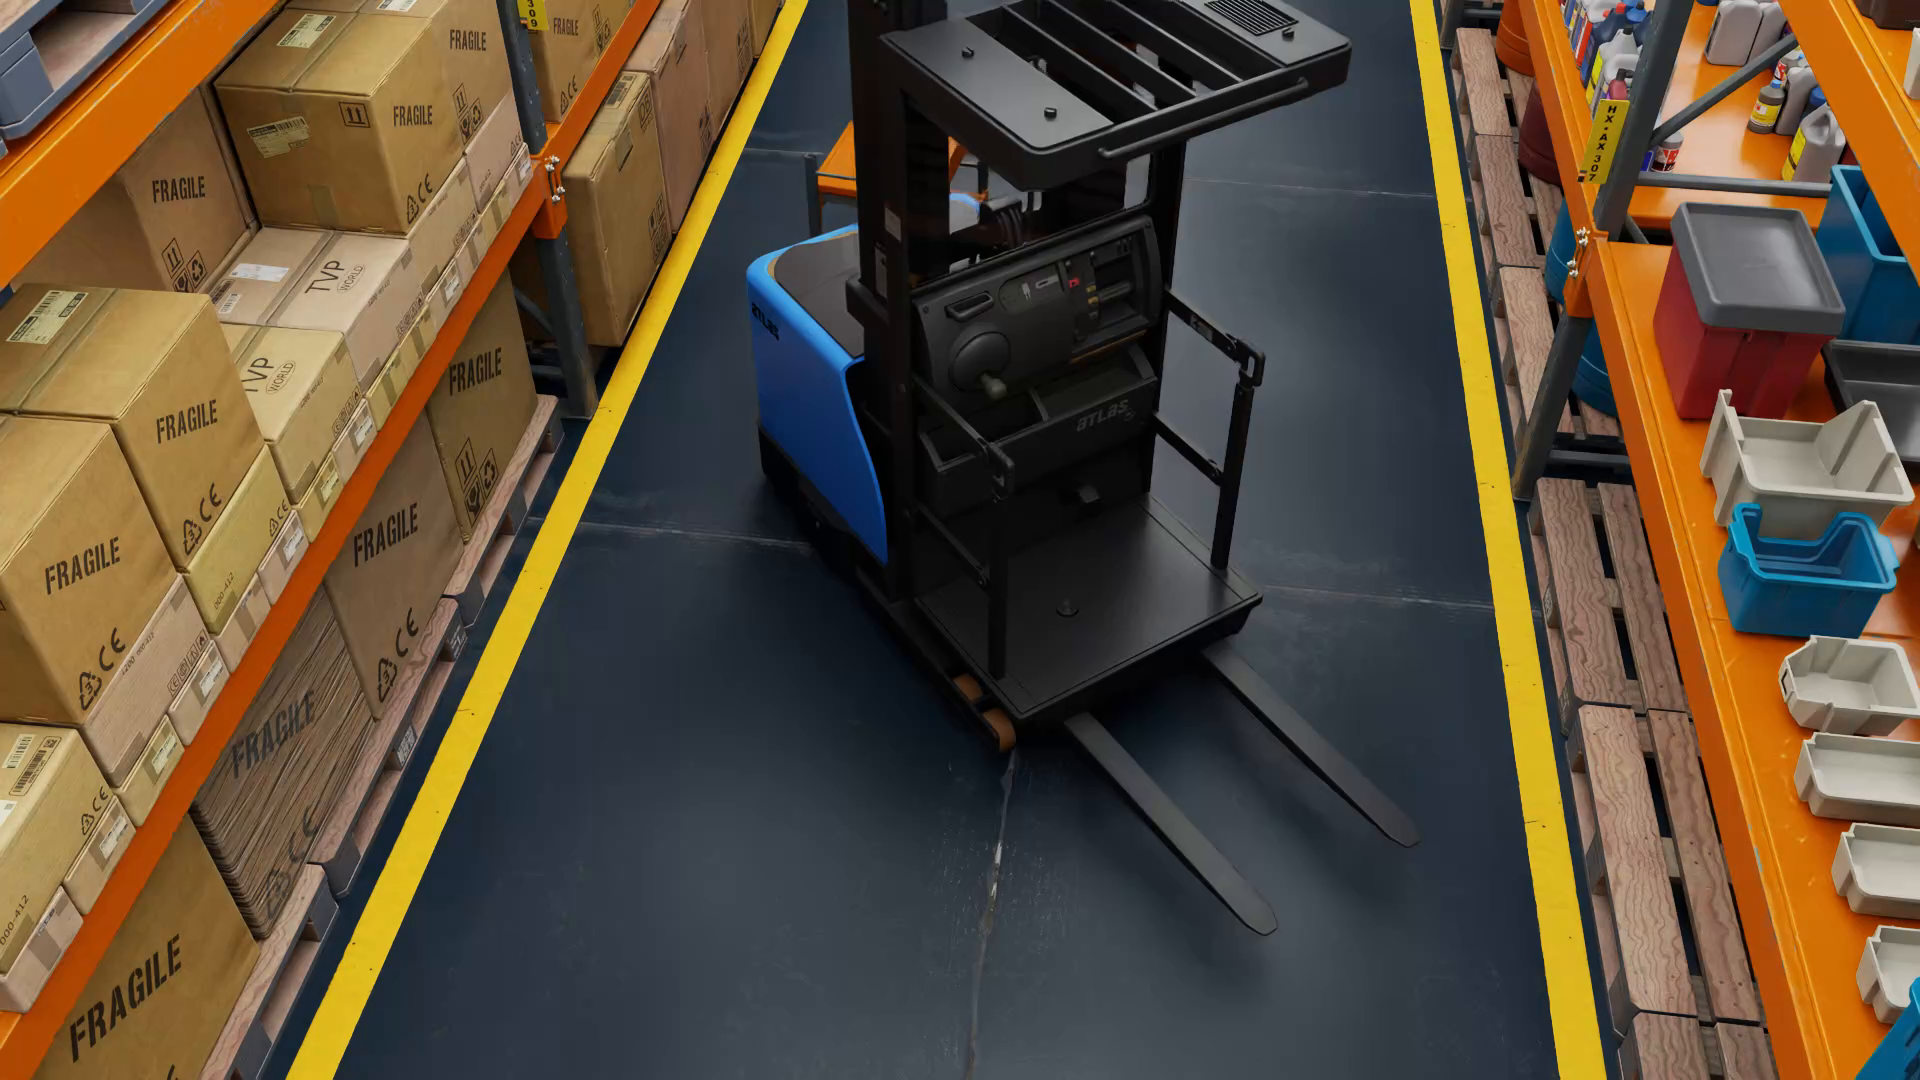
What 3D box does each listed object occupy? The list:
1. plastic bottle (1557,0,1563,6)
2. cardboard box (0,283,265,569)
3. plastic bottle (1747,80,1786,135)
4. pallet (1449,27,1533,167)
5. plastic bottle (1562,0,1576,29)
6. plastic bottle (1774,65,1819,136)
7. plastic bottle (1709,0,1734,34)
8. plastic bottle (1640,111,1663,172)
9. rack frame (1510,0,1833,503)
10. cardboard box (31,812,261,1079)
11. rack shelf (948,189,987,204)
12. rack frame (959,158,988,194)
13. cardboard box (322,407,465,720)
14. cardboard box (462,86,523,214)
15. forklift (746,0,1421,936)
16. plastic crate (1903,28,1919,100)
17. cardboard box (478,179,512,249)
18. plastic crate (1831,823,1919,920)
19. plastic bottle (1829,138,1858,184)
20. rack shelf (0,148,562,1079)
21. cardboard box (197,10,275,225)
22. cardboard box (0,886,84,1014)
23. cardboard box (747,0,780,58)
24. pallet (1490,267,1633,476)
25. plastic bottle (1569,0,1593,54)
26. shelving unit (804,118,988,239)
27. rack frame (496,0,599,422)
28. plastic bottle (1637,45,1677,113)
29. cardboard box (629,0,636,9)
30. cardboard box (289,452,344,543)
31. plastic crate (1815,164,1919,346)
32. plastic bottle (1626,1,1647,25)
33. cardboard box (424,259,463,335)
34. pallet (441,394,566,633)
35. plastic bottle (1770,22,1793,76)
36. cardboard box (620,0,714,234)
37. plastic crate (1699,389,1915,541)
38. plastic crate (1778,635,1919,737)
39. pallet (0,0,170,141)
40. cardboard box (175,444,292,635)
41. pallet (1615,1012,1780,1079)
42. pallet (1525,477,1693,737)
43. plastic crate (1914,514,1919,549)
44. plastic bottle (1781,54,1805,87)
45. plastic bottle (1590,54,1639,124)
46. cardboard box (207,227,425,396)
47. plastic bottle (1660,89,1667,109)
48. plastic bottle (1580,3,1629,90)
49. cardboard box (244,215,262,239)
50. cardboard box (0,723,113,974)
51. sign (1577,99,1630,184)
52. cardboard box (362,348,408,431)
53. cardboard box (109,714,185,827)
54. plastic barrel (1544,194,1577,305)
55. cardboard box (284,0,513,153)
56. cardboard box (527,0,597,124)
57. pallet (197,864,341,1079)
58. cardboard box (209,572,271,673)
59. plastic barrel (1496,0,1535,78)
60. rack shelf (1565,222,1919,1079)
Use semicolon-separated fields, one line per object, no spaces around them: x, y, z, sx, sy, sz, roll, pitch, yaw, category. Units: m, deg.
2.684;-2.505;7.299;0.061;0.283;0.133;5;44;6;plastic bottle
-2.175;-0.292;4.224;0.500;0.500;0.500;4;44;4;cardboard box
3.165;-1.702;6.511;0.097;0.201;0.097;0;43;0;plastic bottle
3.270;-2.418;9.150;1.003;0.211;1.213;5;44;6;pallet
2.699;-2.341;7.131;0.152;0.276;0.135;5;44;6;plastic bottle
3.291;-1.731;6.486;0.152;0.276;0.135;5;44;6;plastic bottle
3.270;-2.242;7.081;0.097;0.201;0.097;0;43;0;plastic bottle
2.535;-1.498;6.241;0.152;0.276;0.135;5;44;6;plastic bottle
2.804;-1.245;5.884;1.000;3.000;0.127;5;44;6;rack frame
-2.629;1.206;4.535;0.875;0.875;0.875;5;44;6;cardboard box
-0.252;-1.272;7.631;0.538;0.278;1.000;11;45;11;rack shelf
-0.115;-1.787;7.819;0.500;1.125;0.032;11;45;11;rack frame
-2.391;-0.021;5.830;0.875;0.875;0.875;5;44;6;cardboard box
-1.904;-1.424;5.965;0.500;0.250;0.500;4;44;5;cardboard box
0.393;-0.676;5.333;1.130;2.935;3.031;-24;48;-23;forklift
2.302;-0.944;3.575;0.437;0.136;0.530;5;44;6;plastic crate
-1.855;-1.191;6.009;0.380;0.149;0.250;6;44;6;cardboard box
2.256;0.786;3.886;0.396;0.136;0.243;5;44;6;plastic crate
3.275;-1.414;6.147;0.061;0.283;0.133;5;44;6;plastic bottle
-2.370;-0.071;5.167;1.077;0.370;4.000;5;44;6;rack shelf
-2.495;-1.383;5.377;0.500;0.500;0.500;5;44;6;cardboard box
-2.260;0.910;3.790;0.380;0.149;0.250;6;44;6;cardboard box
-1.689;-3.334;9.330;1.225;0.875;0.875;3;44;4;cardboard box
2.947;-0.755;7.394;1.003;0.211;1.213;5;44;6;pallet
2.668;-2.183;6.964;0.152;0.276;0.135;5;44;6;plastic bottle
-0.252;-1.450;7.463;0.538;1.125;1.048;11;45;11;shelving unit
-2.106;-1.696;6.359;1.000;3.000;0.127;5;44;6;rack frame
2.744;-1.871;6.580;0.144;0.351;0.185;5;44;6;plastic bottle
-1.665;-2.706;7.354;0.500;0.500;0.500;4;44;5;cardboard box
-2.058;-0.139;4.898;0.380;0.149;0.250;4;44;4;cardboard box
3.080;-0.912;5.500;0.392;0.384;0.575;5;44;6;plastic crate
2.777;-2.091;6.870;0.097;0.271;0.097;0;43;0;plastic bottle
-1.923;-0.841;5.639;0.380;0.149;0.250;6;44;6;cardboard box
-2.284;-0.172;6.778;1.003;0.211;1.213;5;44;6;pallet
3.393;-2.019;6.786;0.061;0.283;0.133;5;44;6;plastic bottle
-1.924;-2.124;8.051;1.225;0.875;0.875;4;44;4;cardboard box
2.419;-0.200;4.822;0.437;0.282;0.530;5;44;6;plastic crate
2.289;0.391;4.304;0.298;0.136;0.250;5;44;6;plastic crate
-2.388;-1.367;3.895;1.003;0.211;1.213;5;44;6;pallet
-2.171;-0.023;4.485;0.500;0.250;0.500;4;44;4;cardboard box
2.422;1.935;4.553;1.003;0.211;1.213;5;44;6;pallet
2.745;0.272;6.309;1.003;0.211;1.213;5;44;6;pallet
2.872;0.043;4.671;0.293;0.136;0.466;5;44;6;plastic crate
3.346;-1.846;6.663;0.097;0.201;0.097;0;43;0;plastic bottle
2.584;-1.747;6.504;0.152;0.276;0.135;5;44;6;plastic bottle
-2.037;-0.724;5.225;0.500;0.250;0.500;6;44;6;cardboard box
2.710;-1.722;6.531;0.097;0.201;0.097;0;43;0;plastic bottle
2.625;-2.010;6.727;0.144;0.351;0.185;5;44;6;plastic bottle
-2.498;-1.114;5.638;0.500;0.250;0.500;5;44;5;cardboard box
-2.303;0.674;3.749;0.500;0.250;0.500;4;44;4;cardboard box
2.259;-1.397;5.843;0.100;0.325;0.005;5;44;6;sign
-1.991;-0.491;5.270;0.380;0.149;0.250;5;44;5;cardboard box
-2.194;0.560;4.159;0.380;0.149;0.250;4;44;5;cardboard box
2.986;-1.488;7.360;0.600;0.901;0.708;5;44;6;plastic barrel
-1.901;-1.684;5.694;0.500;0.500;0.500;6;44;7;cardboard box
-1.797;-2.023;6.632;0.500;0.500;0.500;5;44;6;cardboard box
-2.606;1.491;5.022;1.003;0.211;1.213;5;44;6;pallet
-2.127;0.209;4.530;0.380;0.149;0.250;4;44;5;cardboard box
3.285;-3.001;9.011;0.600;0.830;0.708;5;44;6;plastic barrel
2.539;0.379;4.692;1.077;0.370;4.000;5;44;6;rack shelf
